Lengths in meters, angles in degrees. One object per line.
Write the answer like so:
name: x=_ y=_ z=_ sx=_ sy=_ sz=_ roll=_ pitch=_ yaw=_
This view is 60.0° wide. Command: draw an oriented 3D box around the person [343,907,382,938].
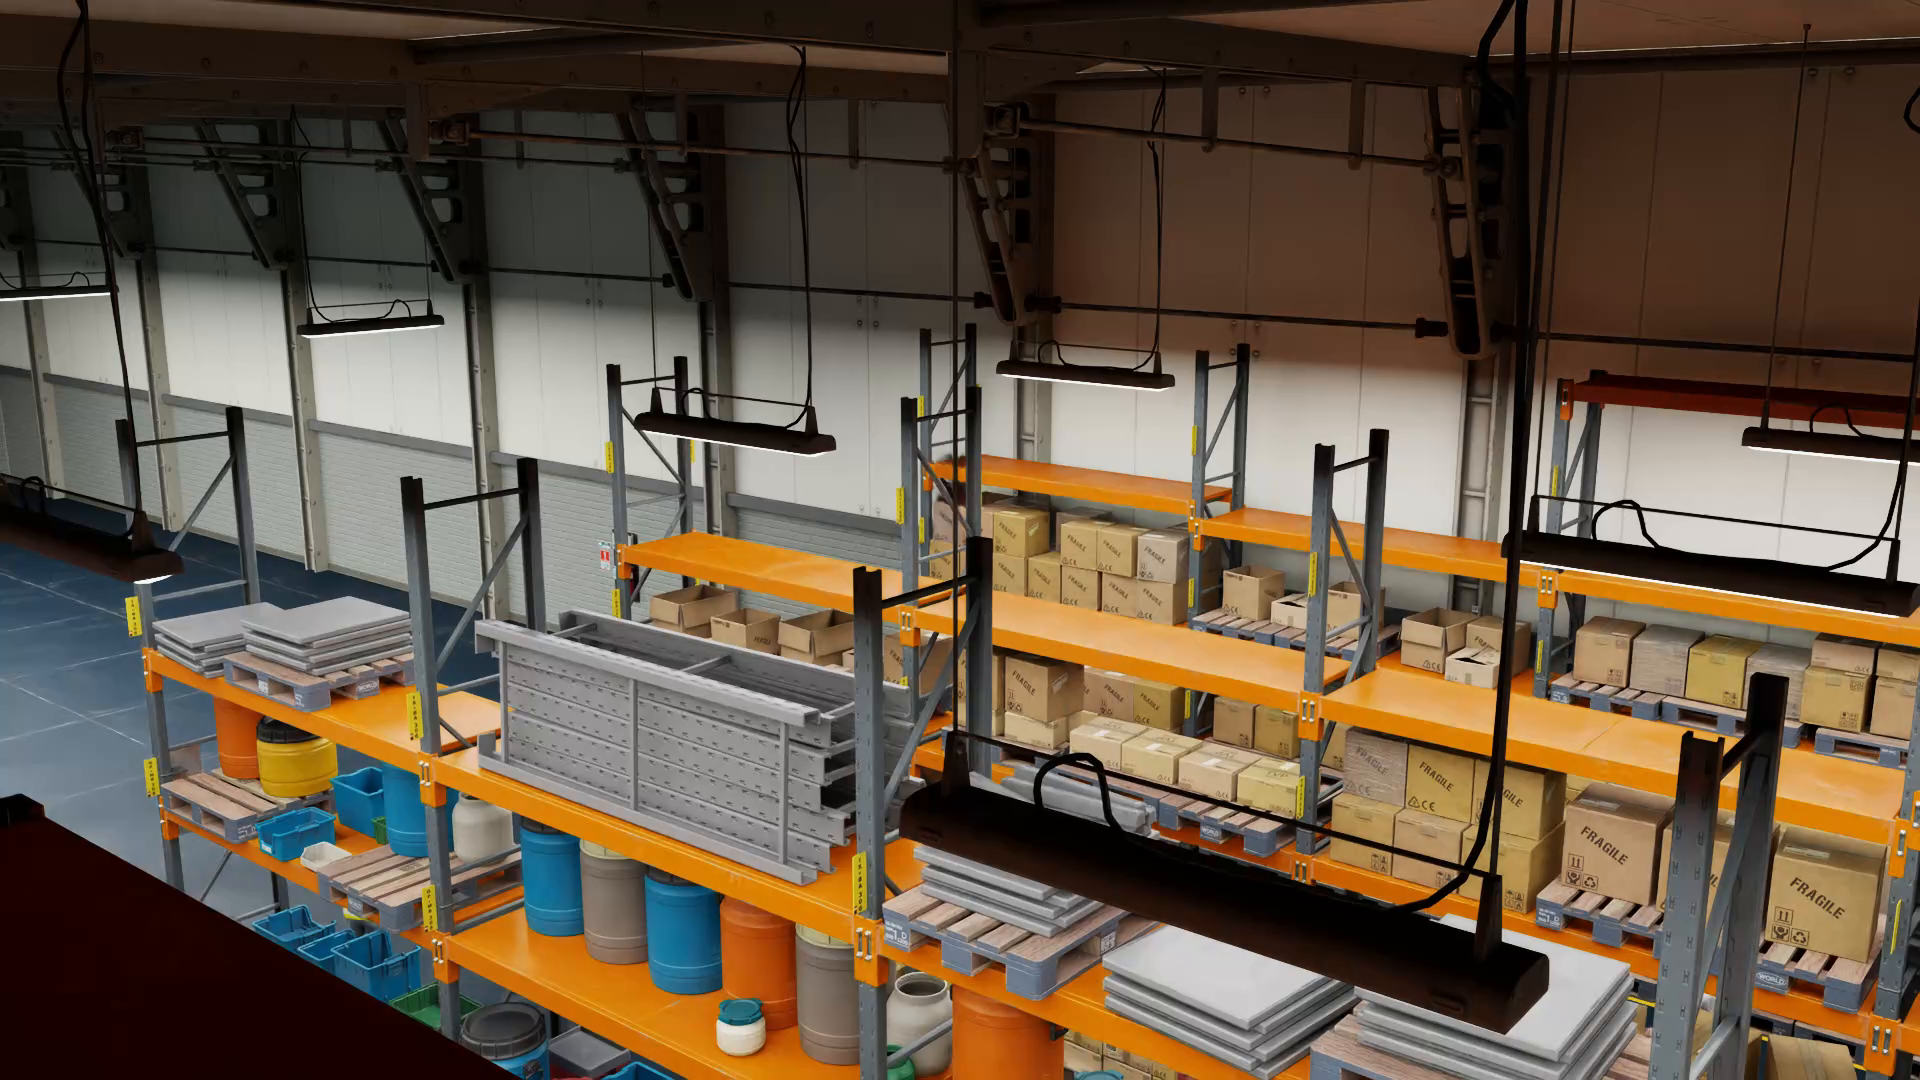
person: x=-5.774 y=3.633 z=16.204 sx=0.594 sy=1.783 sz=0.574 roll=2 pitch=13 yaw=8

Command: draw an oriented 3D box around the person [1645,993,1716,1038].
person: x=6.059 y=4.160 z=13.838 sx=0.648 sy=1.726 sz=1.112 roll=-9 pitch=15 yaw=-34
